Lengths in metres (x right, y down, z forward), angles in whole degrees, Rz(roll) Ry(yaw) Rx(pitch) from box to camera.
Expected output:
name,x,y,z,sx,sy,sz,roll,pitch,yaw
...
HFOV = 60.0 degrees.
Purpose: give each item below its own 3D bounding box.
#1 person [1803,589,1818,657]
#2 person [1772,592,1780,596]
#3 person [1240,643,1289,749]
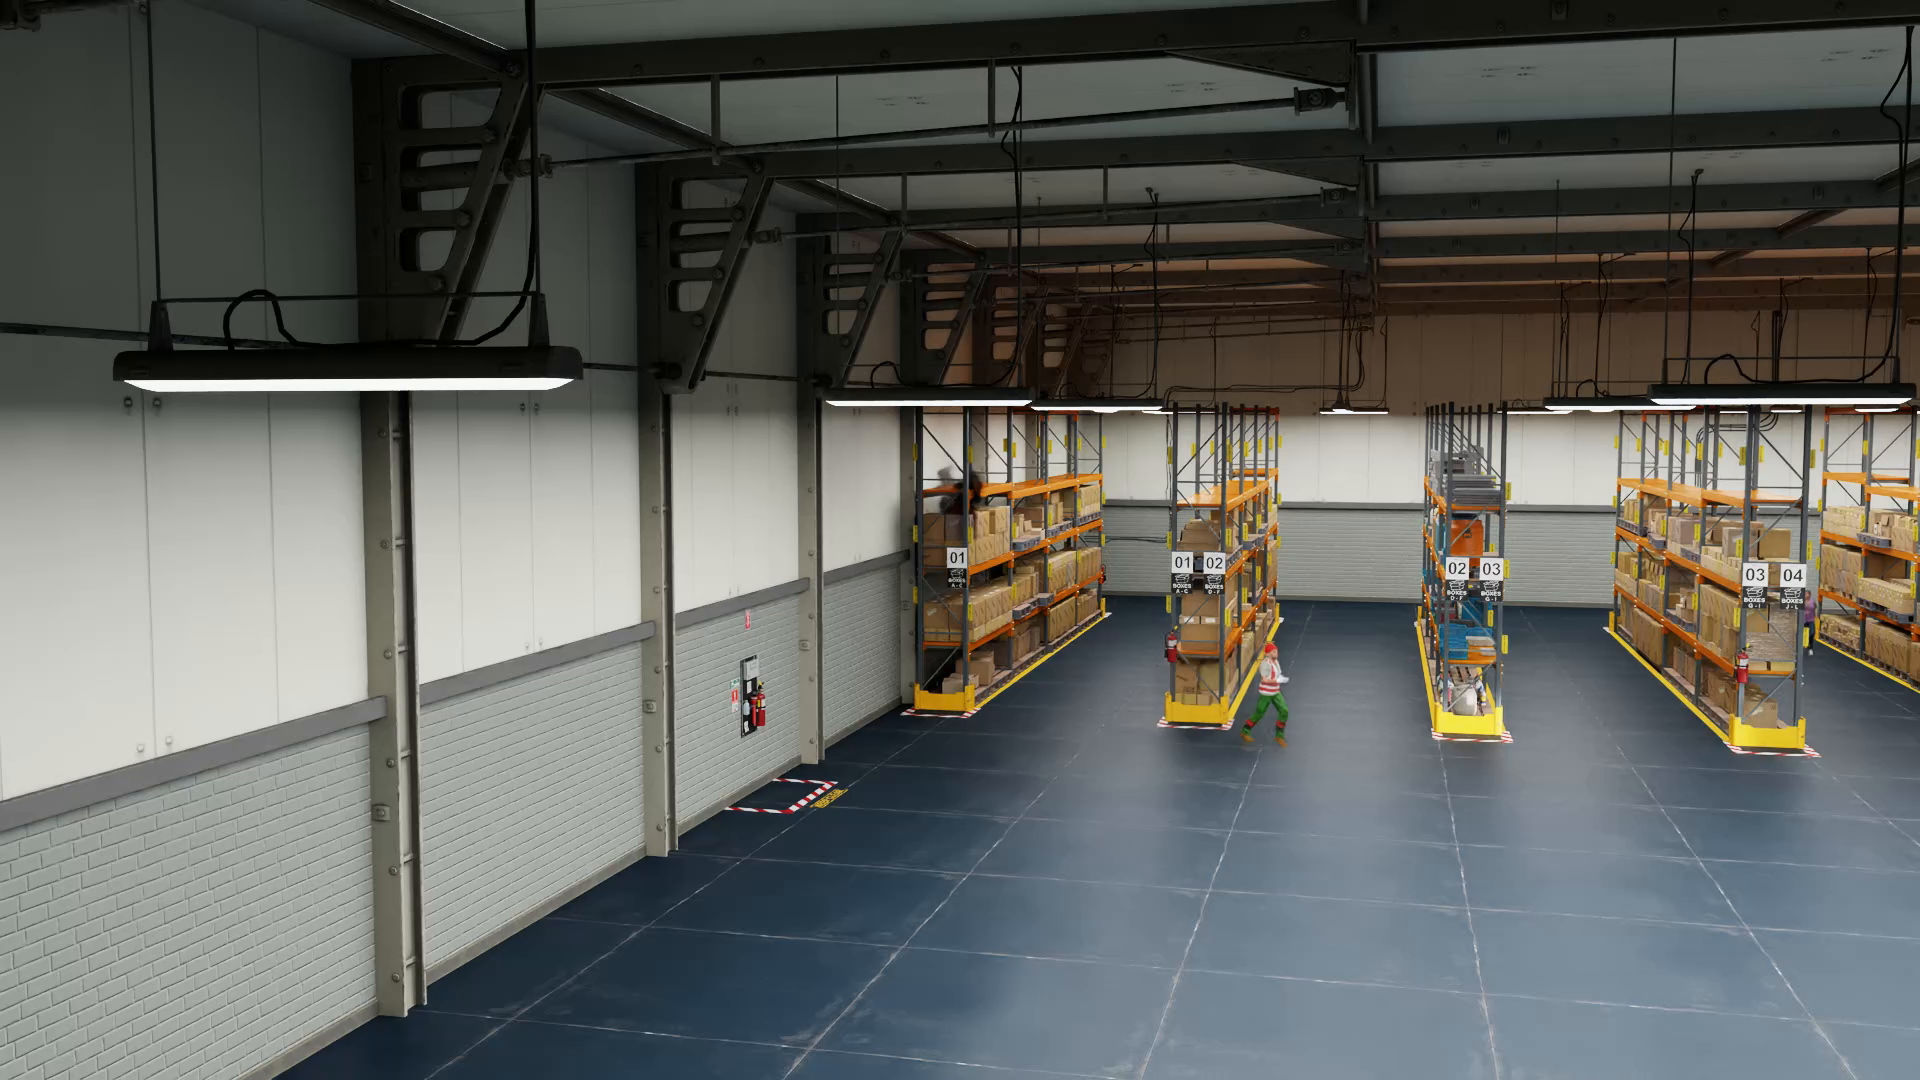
name,x,y,z,sx,sy,sz,roll,pitch,yaw
person,20.289,1.983,39.796,0.483,1.616,0.706,2,4,20
person,20.780,1.733,42.552,0.770,1.711,0.671,2,4,20
person,5.352,2.695,28.907,0.922,1.828,0.675,4,6,42
